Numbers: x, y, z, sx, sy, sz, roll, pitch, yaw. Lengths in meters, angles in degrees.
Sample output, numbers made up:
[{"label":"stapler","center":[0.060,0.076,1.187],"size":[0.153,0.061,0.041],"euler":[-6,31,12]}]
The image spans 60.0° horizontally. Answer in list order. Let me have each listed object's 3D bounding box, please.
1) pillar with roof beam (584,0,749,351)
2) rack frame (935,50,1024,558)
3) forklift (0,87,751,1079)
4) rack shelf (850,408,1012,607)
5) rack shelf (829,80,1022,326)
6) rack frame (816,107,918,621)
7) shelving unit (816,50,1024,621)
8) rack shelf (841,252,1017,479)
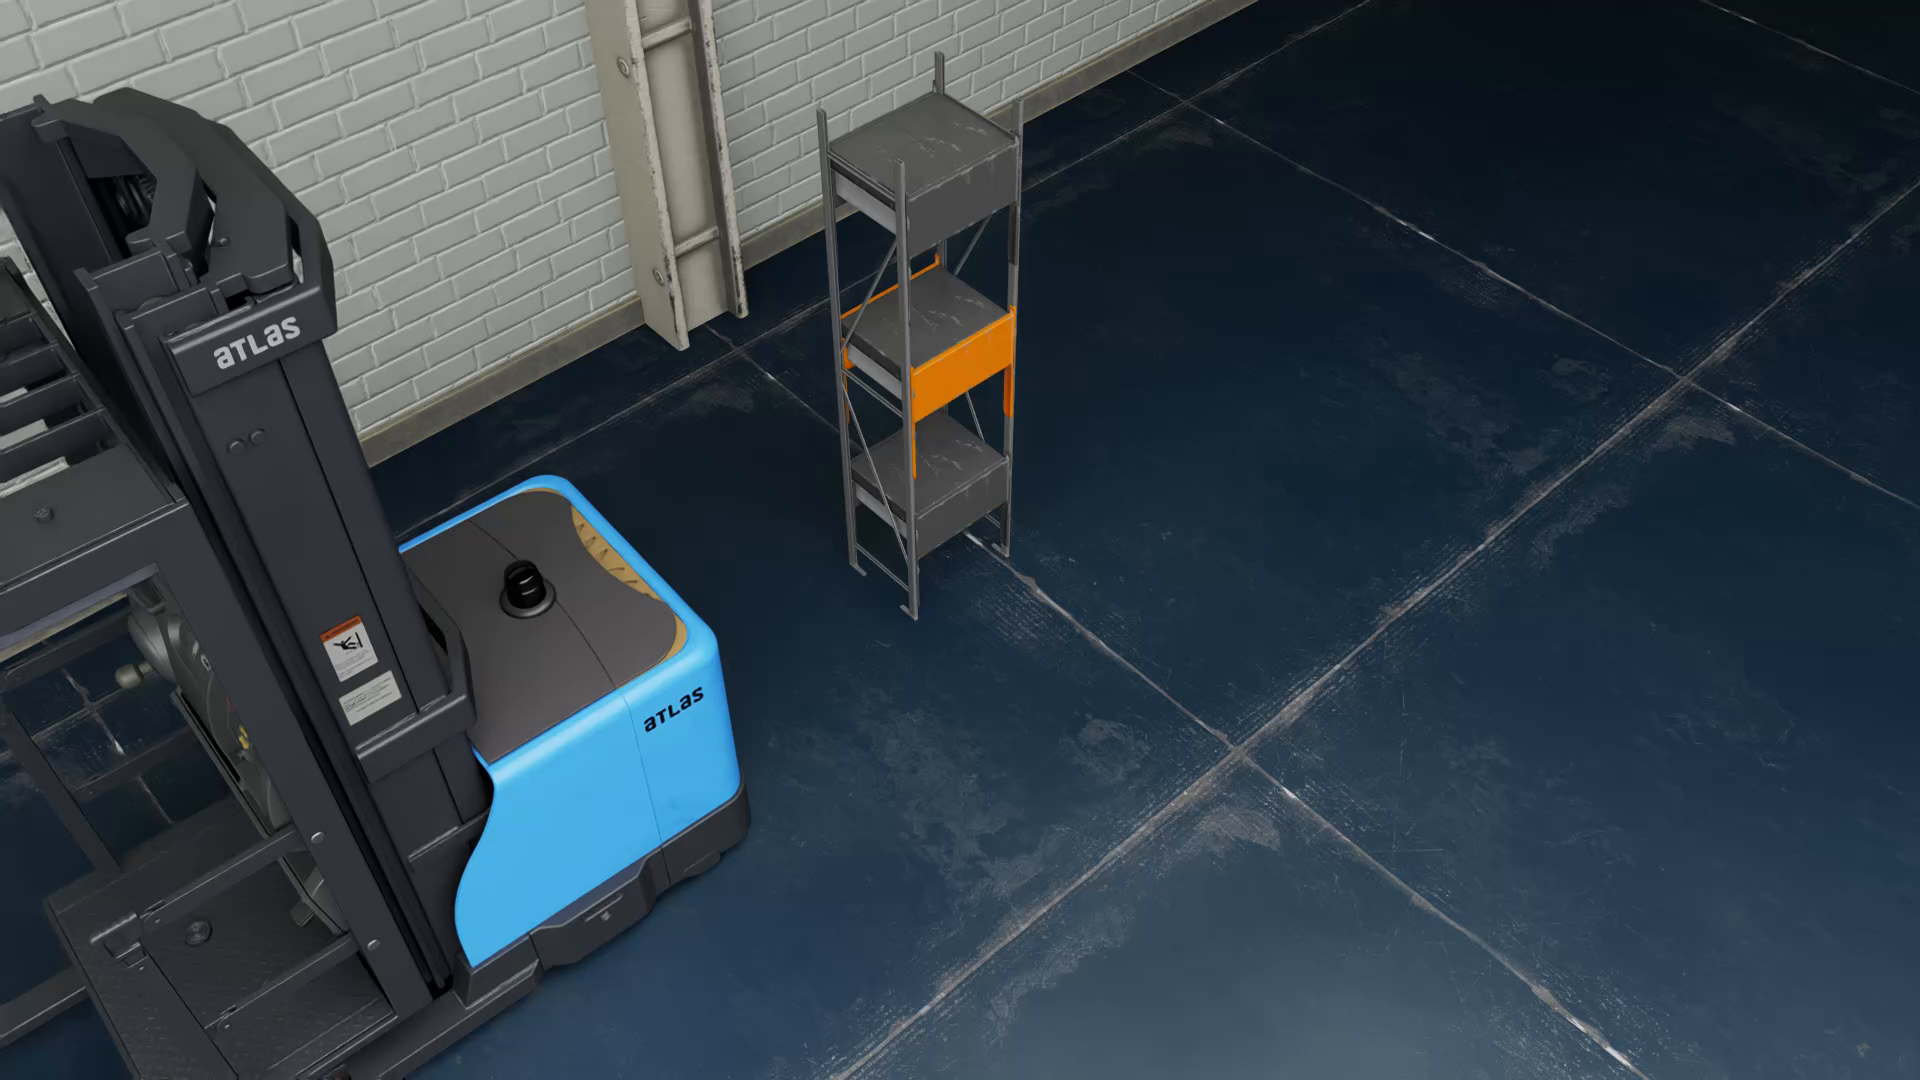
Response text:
[{"label":"pillar with roof beam","center":[1.670,-1.747,2.239],"size":[0.400,9.000,9.100],"euler":[-34,56,-27]},{"label":"rack frame","center":[0.058,-0.751,6.014],"size":[0.015,2.100,0.400],"euler":[-34,56,-27]},{"label":"forklift","center":[-2.175,0.460,4.332],"size":[3.031,2.935,1.130],"euler":[-32,55,-26]},{"label":"rack shelf","center":[-0.122,-0.146,6.427],"size":[0.480,0.518,0.431],"euler":[-34,56,-27]},{"label":"rack shelf","center":[-0.122,-1.096,5.398],"size":[0.480,0.518,0.431],"euler":[-34,56,-27]},{"label":"rack frame","center":[-0.303,-0.510,5.791],"size":[0.015,2.100,0.400],"euler":[-34,56,-27]},{"label":"shelving unit","center":[-0.122,-0.630,5.903],"size":[0.503,2.100,0.431],"euler":[-34,56,-27]},{"label":"rack shelf","center":[-0.122,-0.621,5.913],"size":[0.480,0.518,0.431],"euler":[-34,56,-27]}]
